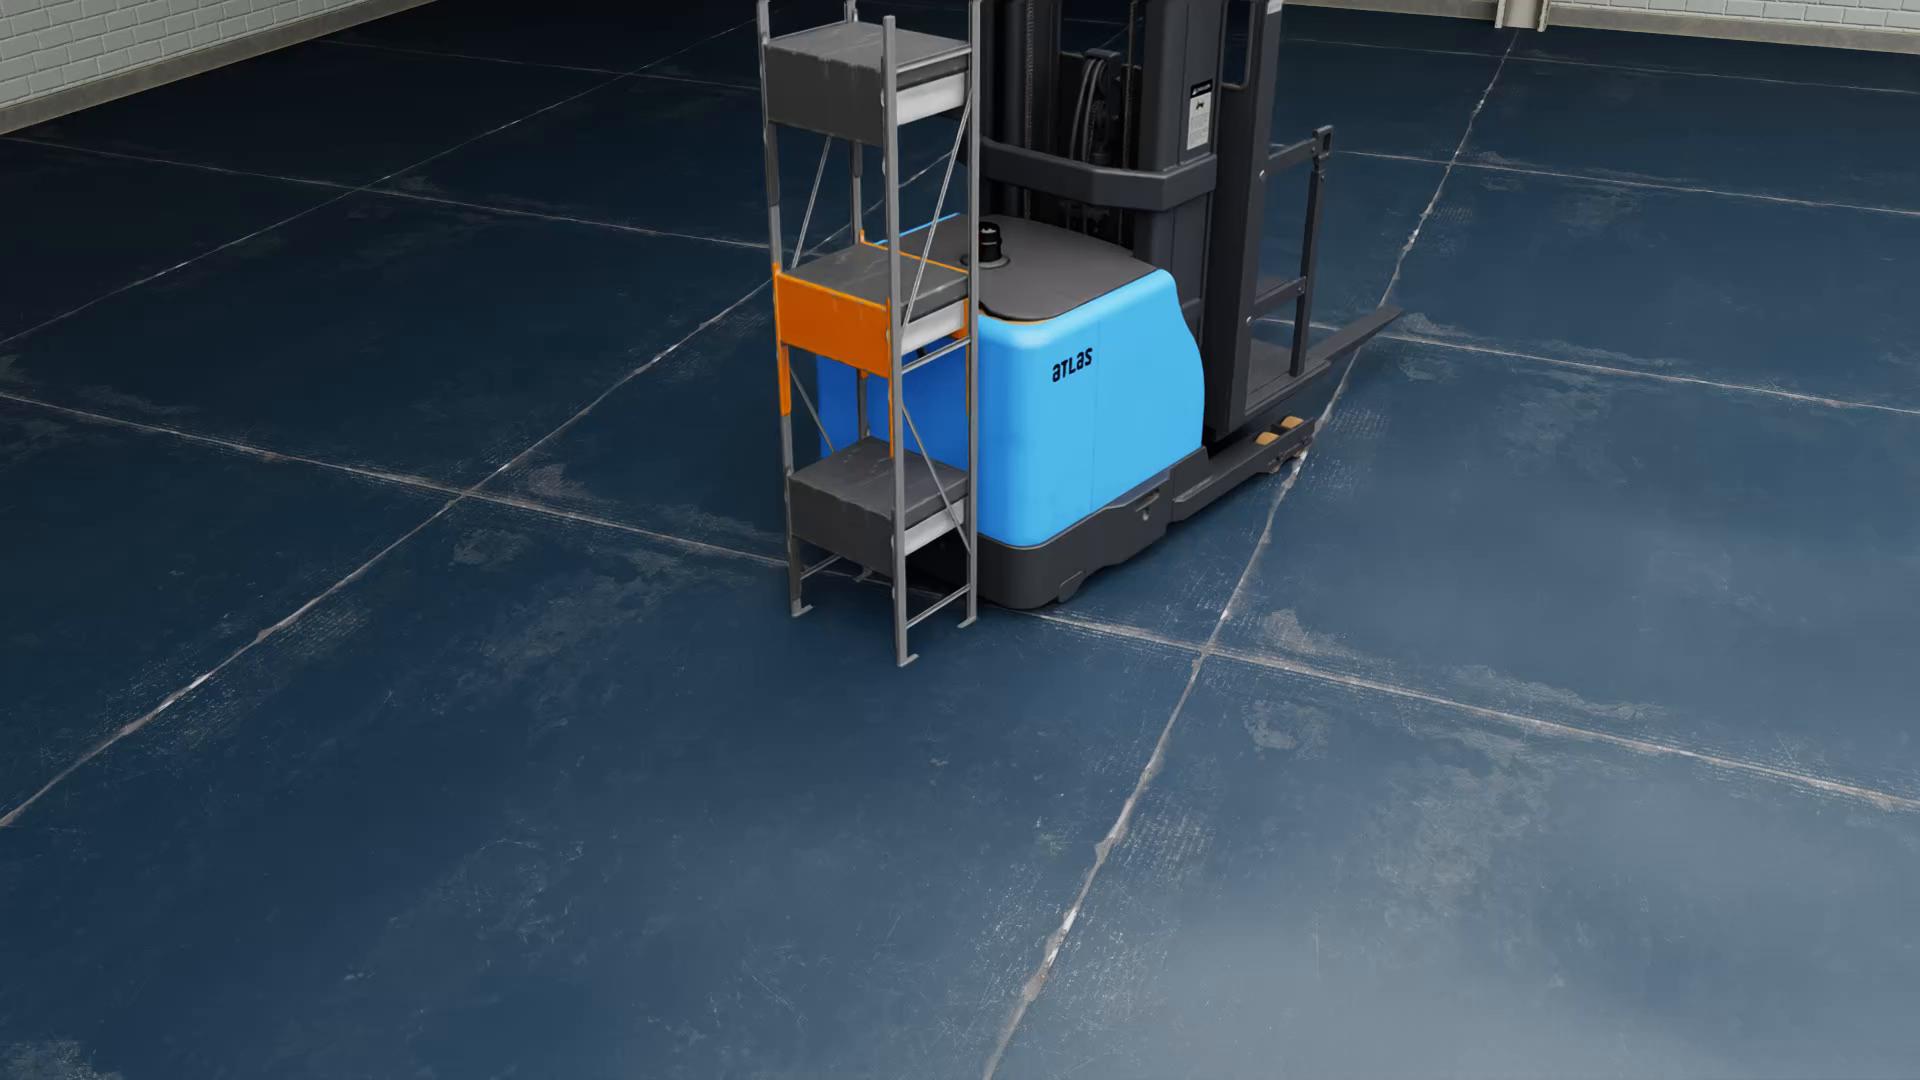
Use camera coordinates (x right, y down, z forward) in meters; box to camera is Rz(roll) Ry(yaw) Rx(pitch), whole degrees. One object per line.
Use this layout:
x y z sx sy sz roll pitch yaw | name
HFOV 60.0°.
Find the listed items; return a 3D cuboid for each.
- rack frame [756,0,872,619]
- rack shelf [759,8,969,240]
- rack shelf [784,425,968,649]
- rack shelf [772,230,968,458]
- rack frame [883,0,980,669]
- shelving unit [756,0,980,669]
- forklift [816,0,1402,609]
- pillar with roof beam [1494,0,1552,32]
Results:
-0.451 -0.719 5.387 0.015 2.100 0.400 22 36 34 | rack frame
-0.263 -1.240 4.914 0.480 0.518 0.431 22 36 34 | rack shelf
-0.263 -0.021 5.603 0.480 0.518 0.431 22 36 34 | rack shelf
-0.263 -0.630 5.259 0.480 0.518 0.431 22 36 34 | rack shelf
-0.075 -0.566 5.117 0.015 2.100 0.400 22 36 34 | rack frame
-0.263 -0.642 5.252 0.503 2.100 0.431 22 36 34 | shelving unit
0.809 -1.689 6.259 1.130 2.935 3.031 23 37 34 | forklift
3.038 -6.224 8.117 0.400 9.000 9.100 11 31 19 | pillar with roof beam
